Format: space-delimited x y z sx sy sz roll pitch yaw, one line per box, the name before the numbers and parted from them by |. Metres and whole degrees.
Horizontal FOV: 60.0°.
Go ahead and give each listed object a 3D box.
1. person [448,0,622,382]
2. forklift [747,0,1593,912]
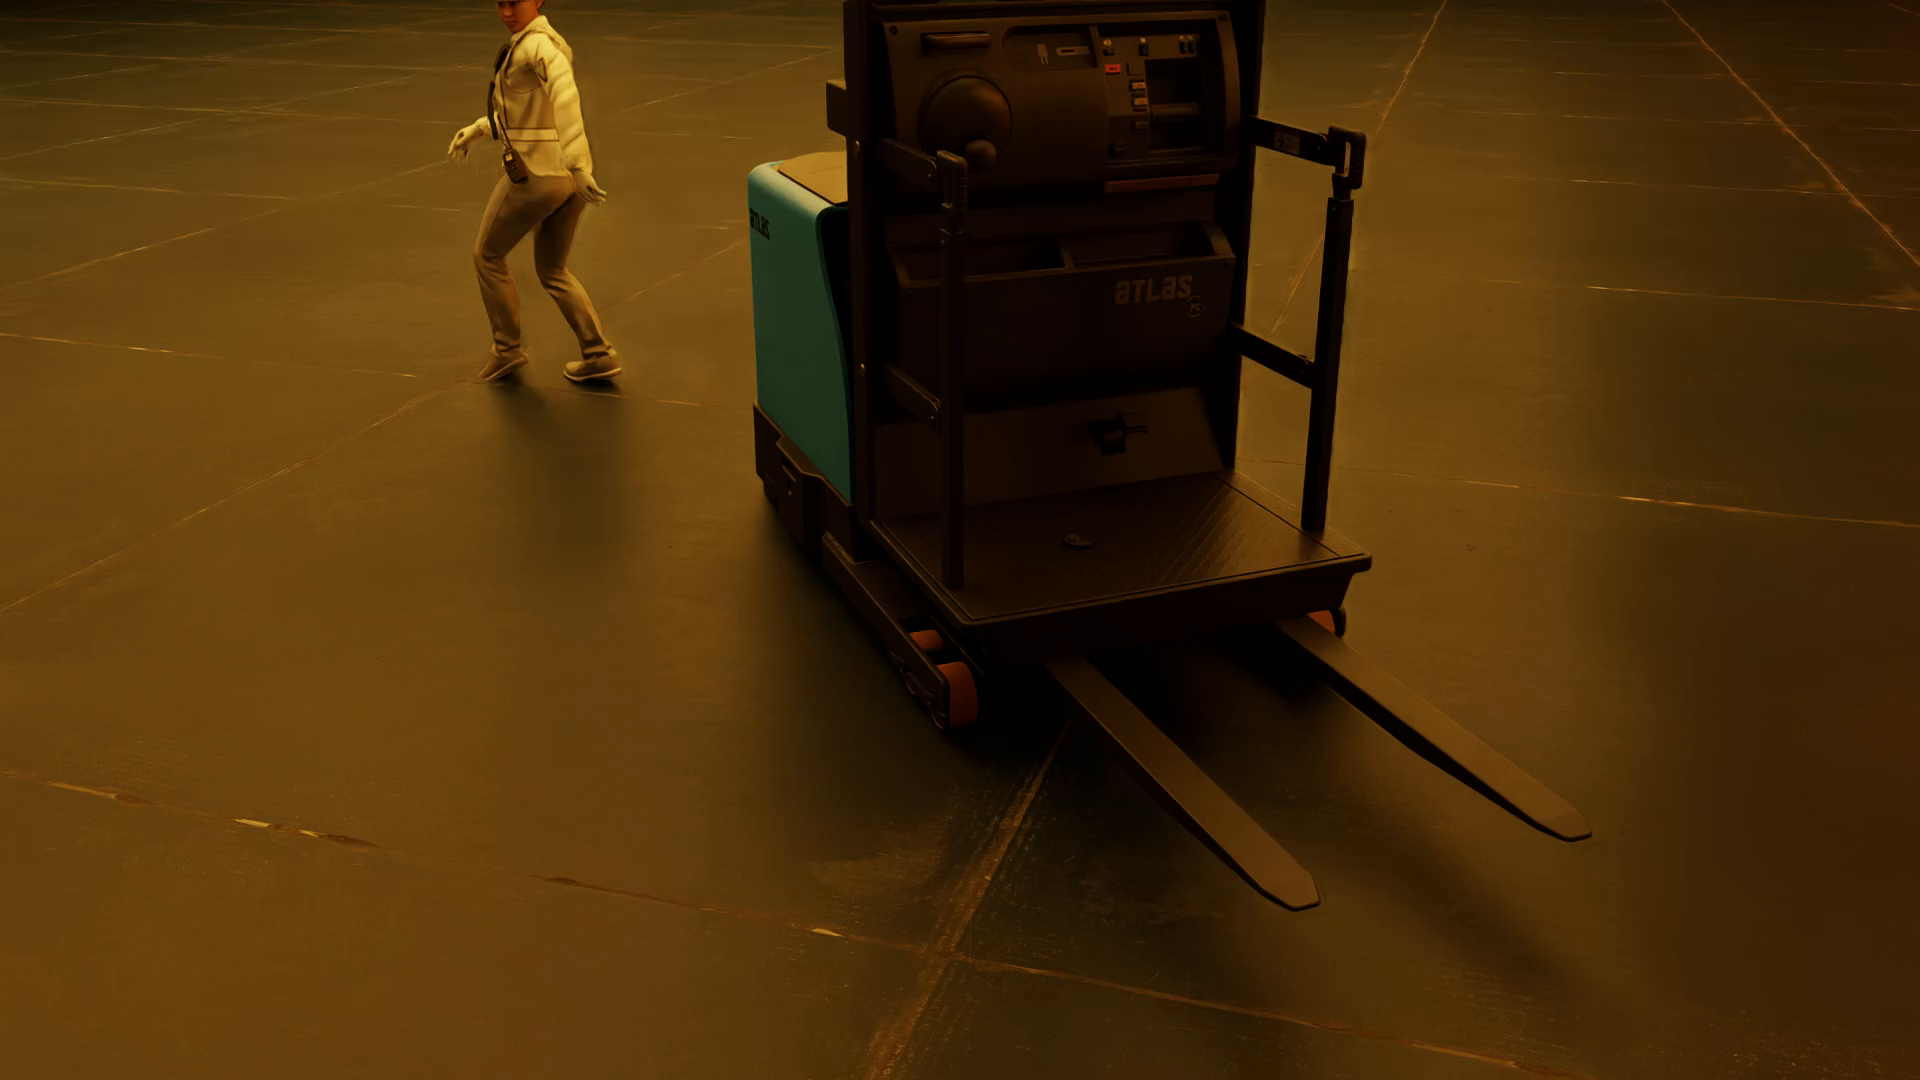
person | -1.604 -1.352 6.376 0.784 1.664 0.549 8 24 18
forklift | 0.343 -1.077 3.889 1.130 2.935 3.031 -9 24 -20
